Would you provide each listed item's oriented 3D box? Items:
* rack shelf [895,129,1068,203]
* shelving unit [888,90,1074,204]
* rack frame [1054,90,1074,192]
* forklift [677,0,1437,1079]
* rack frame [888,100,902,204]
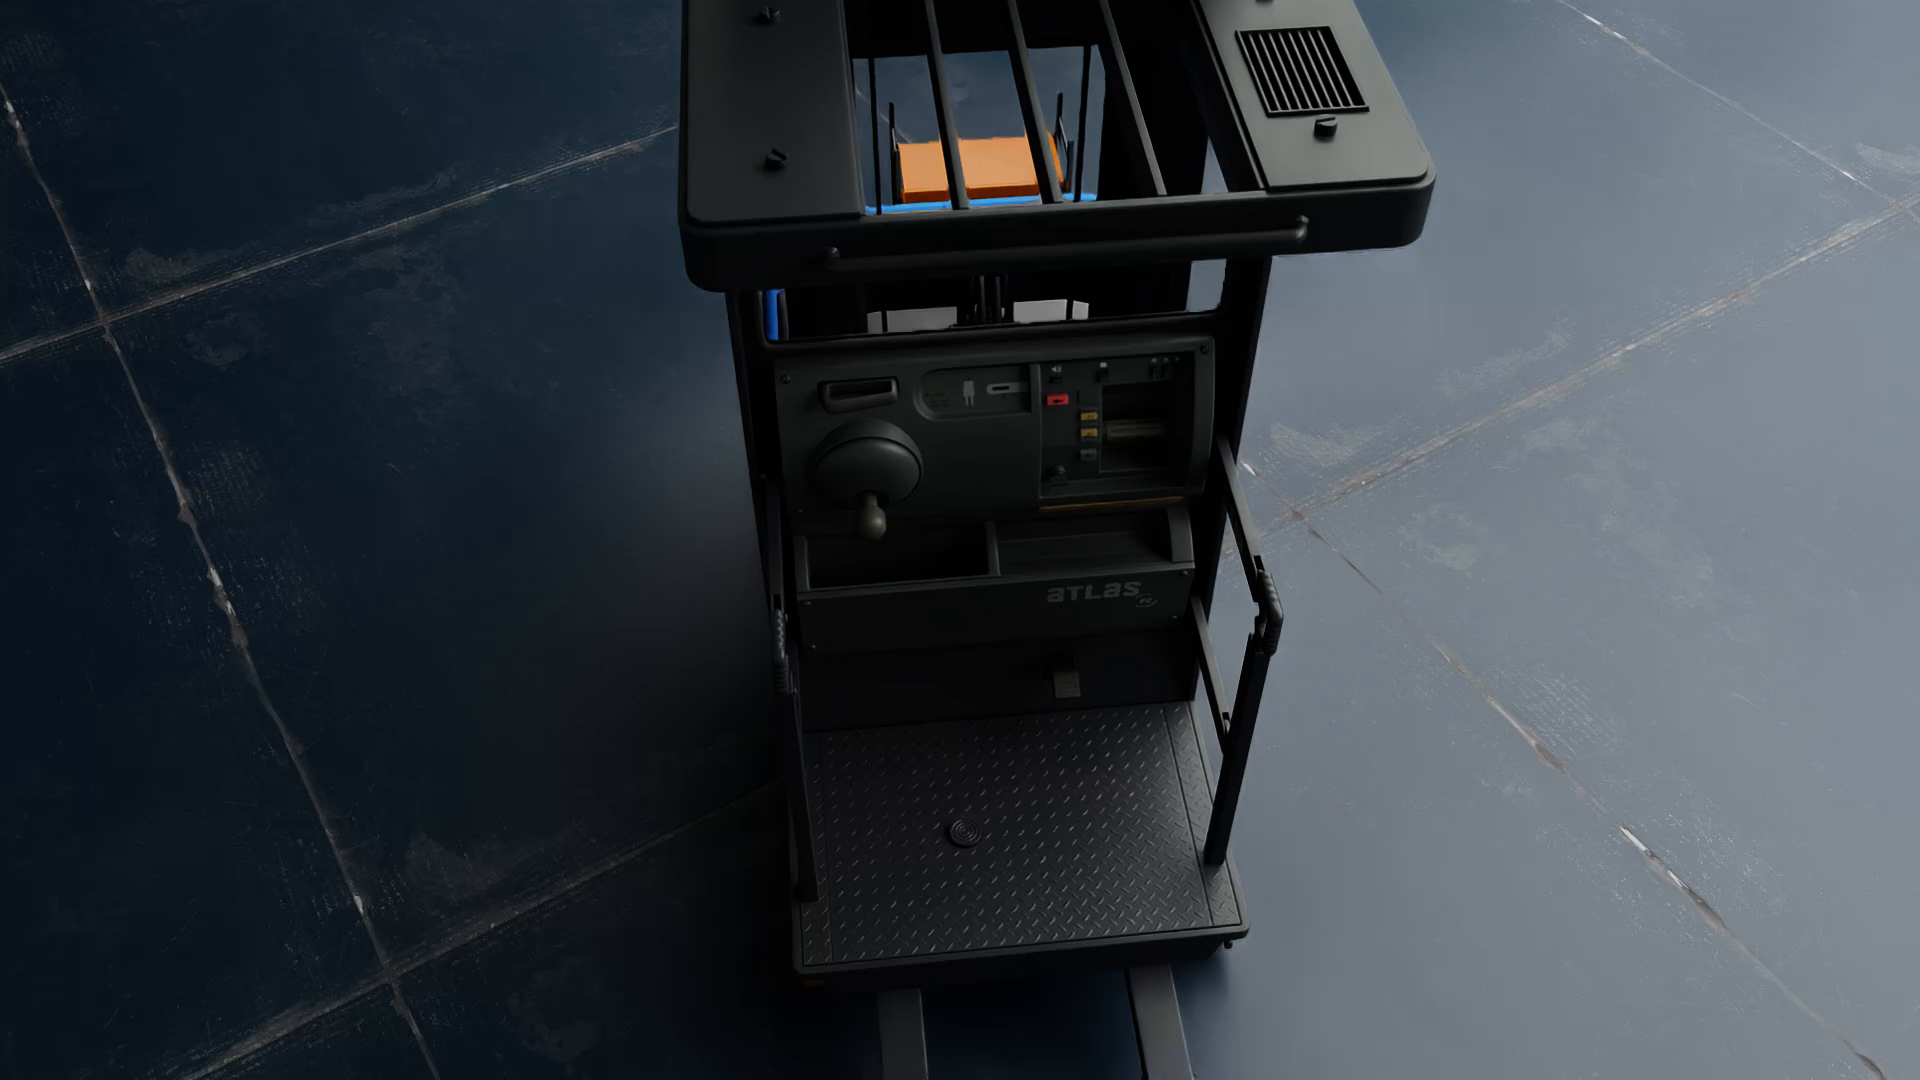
[{"bbox_3d":[0.057,-1.052,4.857,0.480,0.148,0.258,-4,48,-4],"label":"rack shelf"},{"bbox_3d":[0.057,-0.791,5.151,0.503,1.200,0.258,-4,48,-4],"label":"shelving unit"},{"bbox_3d":[0.299,-0.810,5.168,0.015,1.200,0.240,-4,48,-4],"label":"rack frame"},{"bbox_3d":[0.104,-0.122,3.396,1.130,2.935,3.031,-4,48,-4],"label":"forklift"},{"bbox_3d":[-0.186,-0.772,5.134,0.015,1.200,0.240,-4,48,-4],"label":"rack frame"}]
